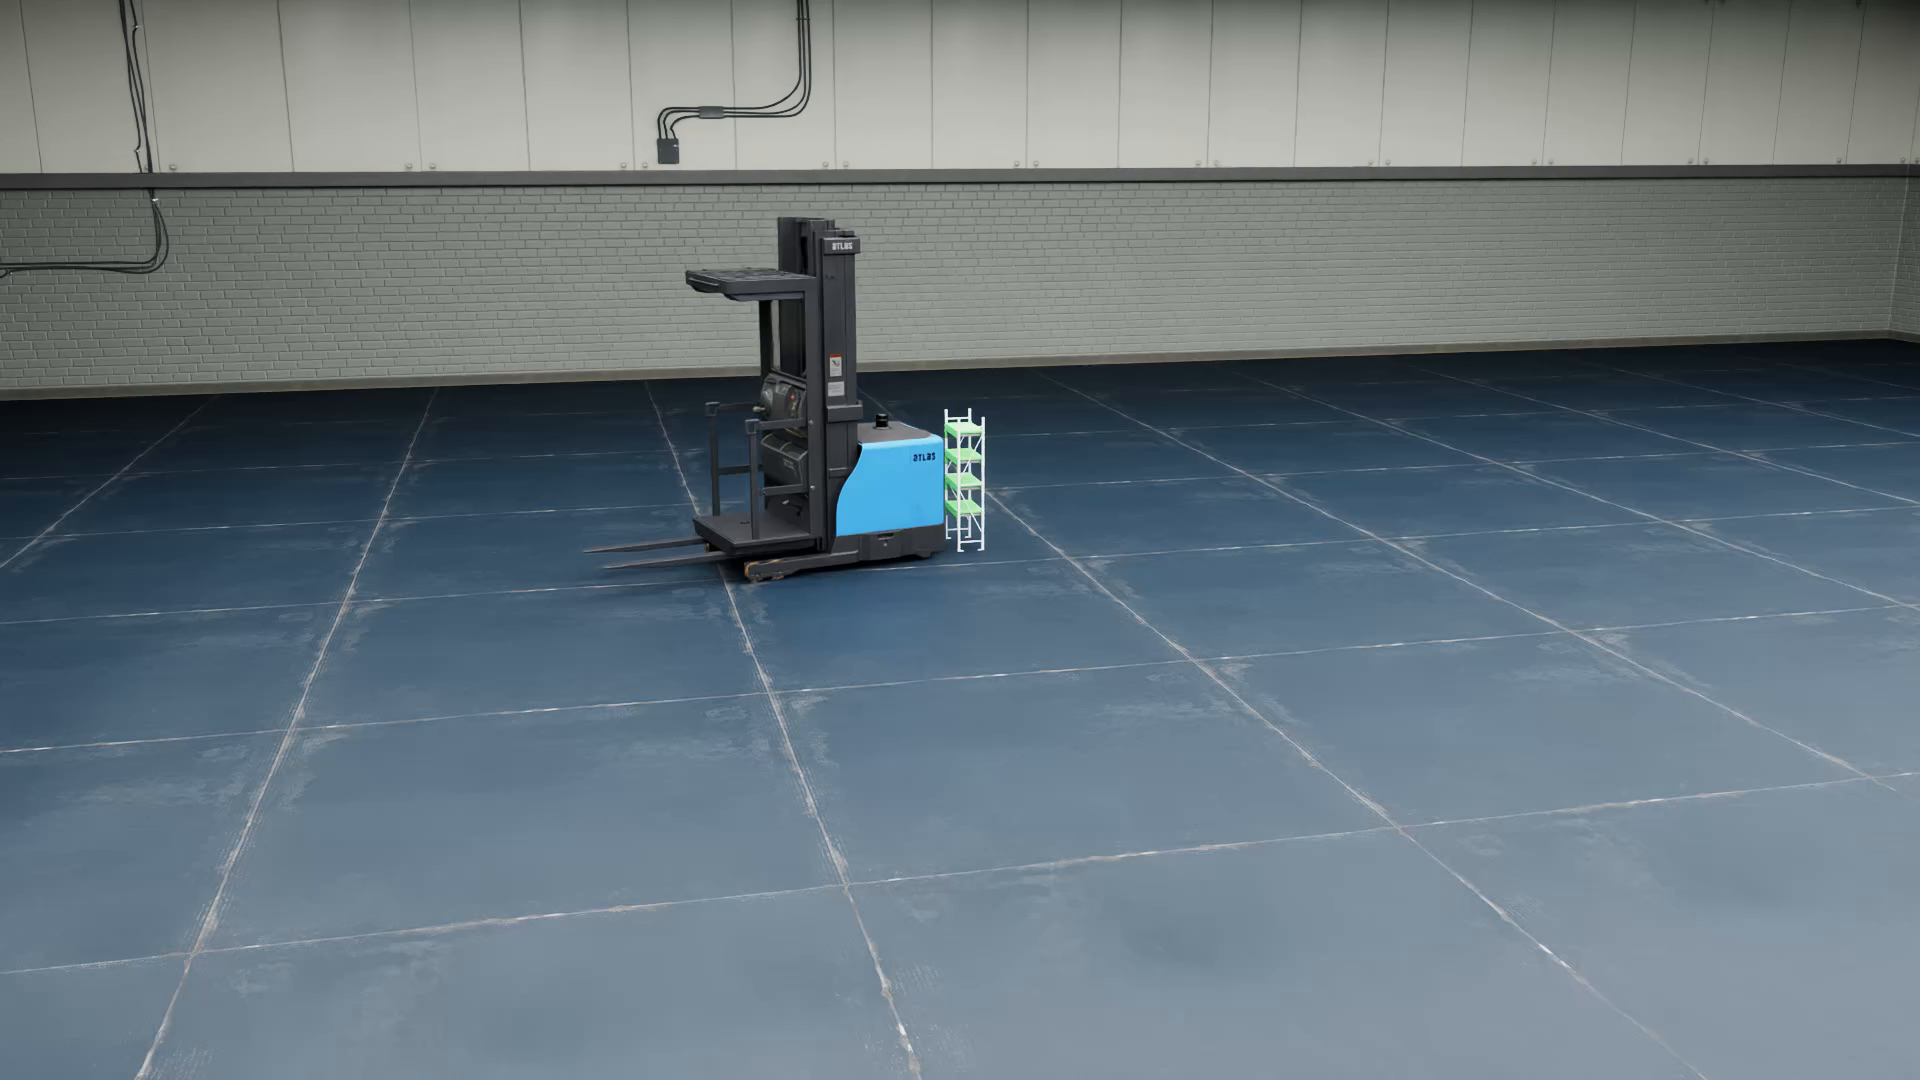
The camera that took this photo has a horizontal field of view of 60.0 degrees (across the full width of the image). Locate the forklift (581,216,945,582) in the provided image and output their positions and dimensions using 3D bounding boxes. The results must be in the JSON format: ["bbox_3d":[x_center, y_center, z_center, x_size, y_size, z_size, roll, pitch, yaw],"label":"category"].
[{"bbox_3d":[-1.681,-1.215,14.047,3.031,2.935,1.130,-7,15,-26],"label":"forklift"}]

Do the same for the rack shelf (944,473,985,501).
[{"bbox_3d":[0.039,-0.483,14.966,0.258,0.148,0.480,-3,14,-13],"label":"rack shelf"}]

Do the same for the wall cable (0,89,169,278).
[{"bbox_3d":[-12.554,-4.847,22.670,3.097,2.526,0.112,-3,14,-13],"label":"wall cable"}]

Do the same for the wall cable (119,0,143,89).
[{"bbox_3d":[-9.924,-7.451,22.688,3.097,2.526,0.112,-3,14,-13],"label":"wall cable"}]

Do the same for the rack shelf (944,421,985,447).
[{"bbox_3d":[0.039,-0.949,14.853,0.258,0.148,0.480,-3,14,-13],"label":"rack shelf"}]

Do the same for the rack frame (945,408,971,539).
[{"bbox_3d":[-0.018,-0.601,15.182,0.240,1.200,0.015,-3,14,-13],"label":"rack frame"}]

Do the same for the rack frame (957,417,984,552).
[{"bbox_3d":[0.096,-0.488,14.721,0.240,1.200,0.015,-3,14,-13],"label":"rack frame"}]

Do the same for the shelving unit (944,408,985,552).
[{"bbox_3d":[0.039,-0.545,14.951,0.258,1.200,0.503,-3,14,-13],"label":"shelving unit"}]

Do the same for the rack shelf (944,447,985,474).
[{"bbox_3d":[0.039,-0.716,14.910,0.258,0.148,0.480,-3,14,-13],"label":"rack shelf"}]

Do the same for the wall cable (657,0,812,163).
[{"bbox_3d":[-3.322,-8.533,24.049,2.305,6.003,0.169,-3,14,-13],"label":"wall cable"}]

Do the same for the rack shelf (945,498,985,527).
[{"bbox_3d":[0.039,-0.249,15.023,0.258,0.148,0.480,-3,14,-13],"label":"rack shelf"}]
